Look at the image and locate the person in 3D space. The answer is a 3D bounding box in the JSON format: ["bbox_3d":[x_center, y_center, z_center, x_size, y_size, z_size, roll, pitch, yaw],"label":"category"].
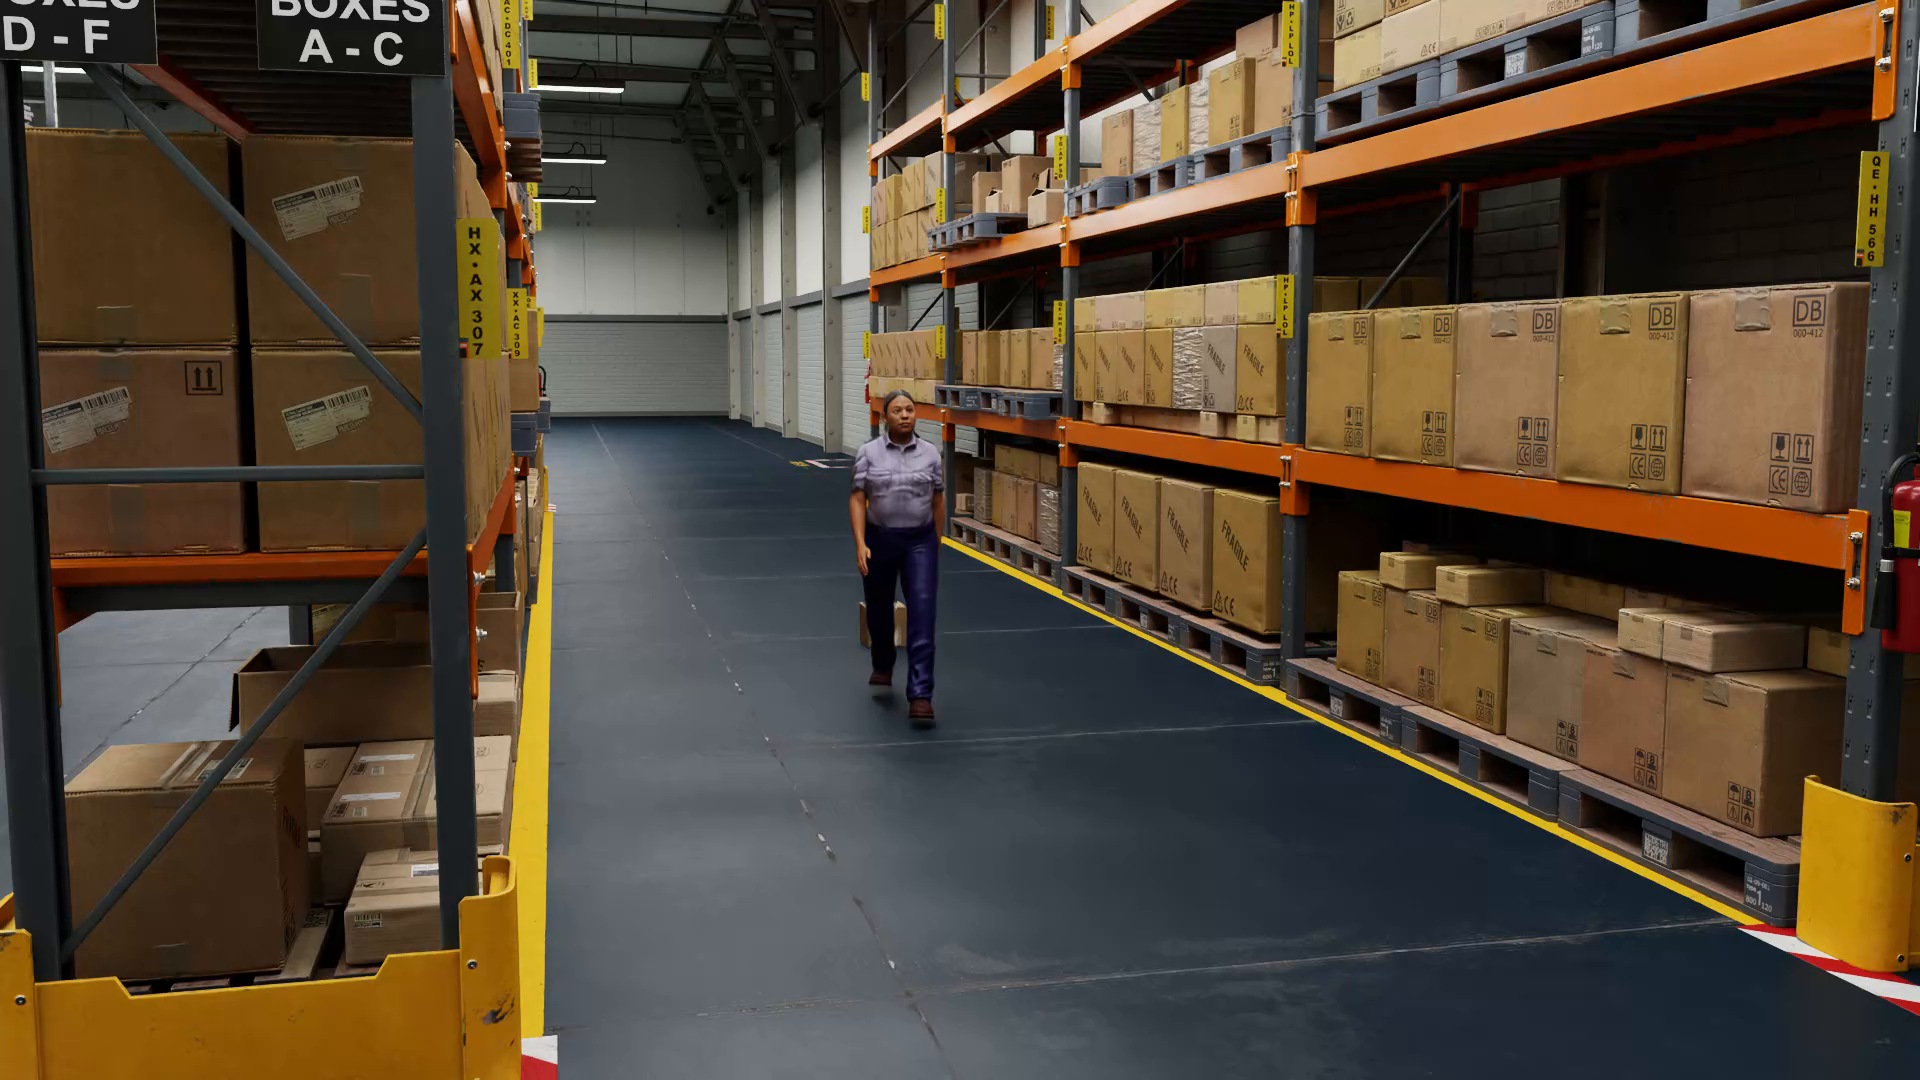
[{"bbox_3d":[-0.313,0.043,8.335,0.482,1.590,1.025,0,6,-2],"label":"person"}]
